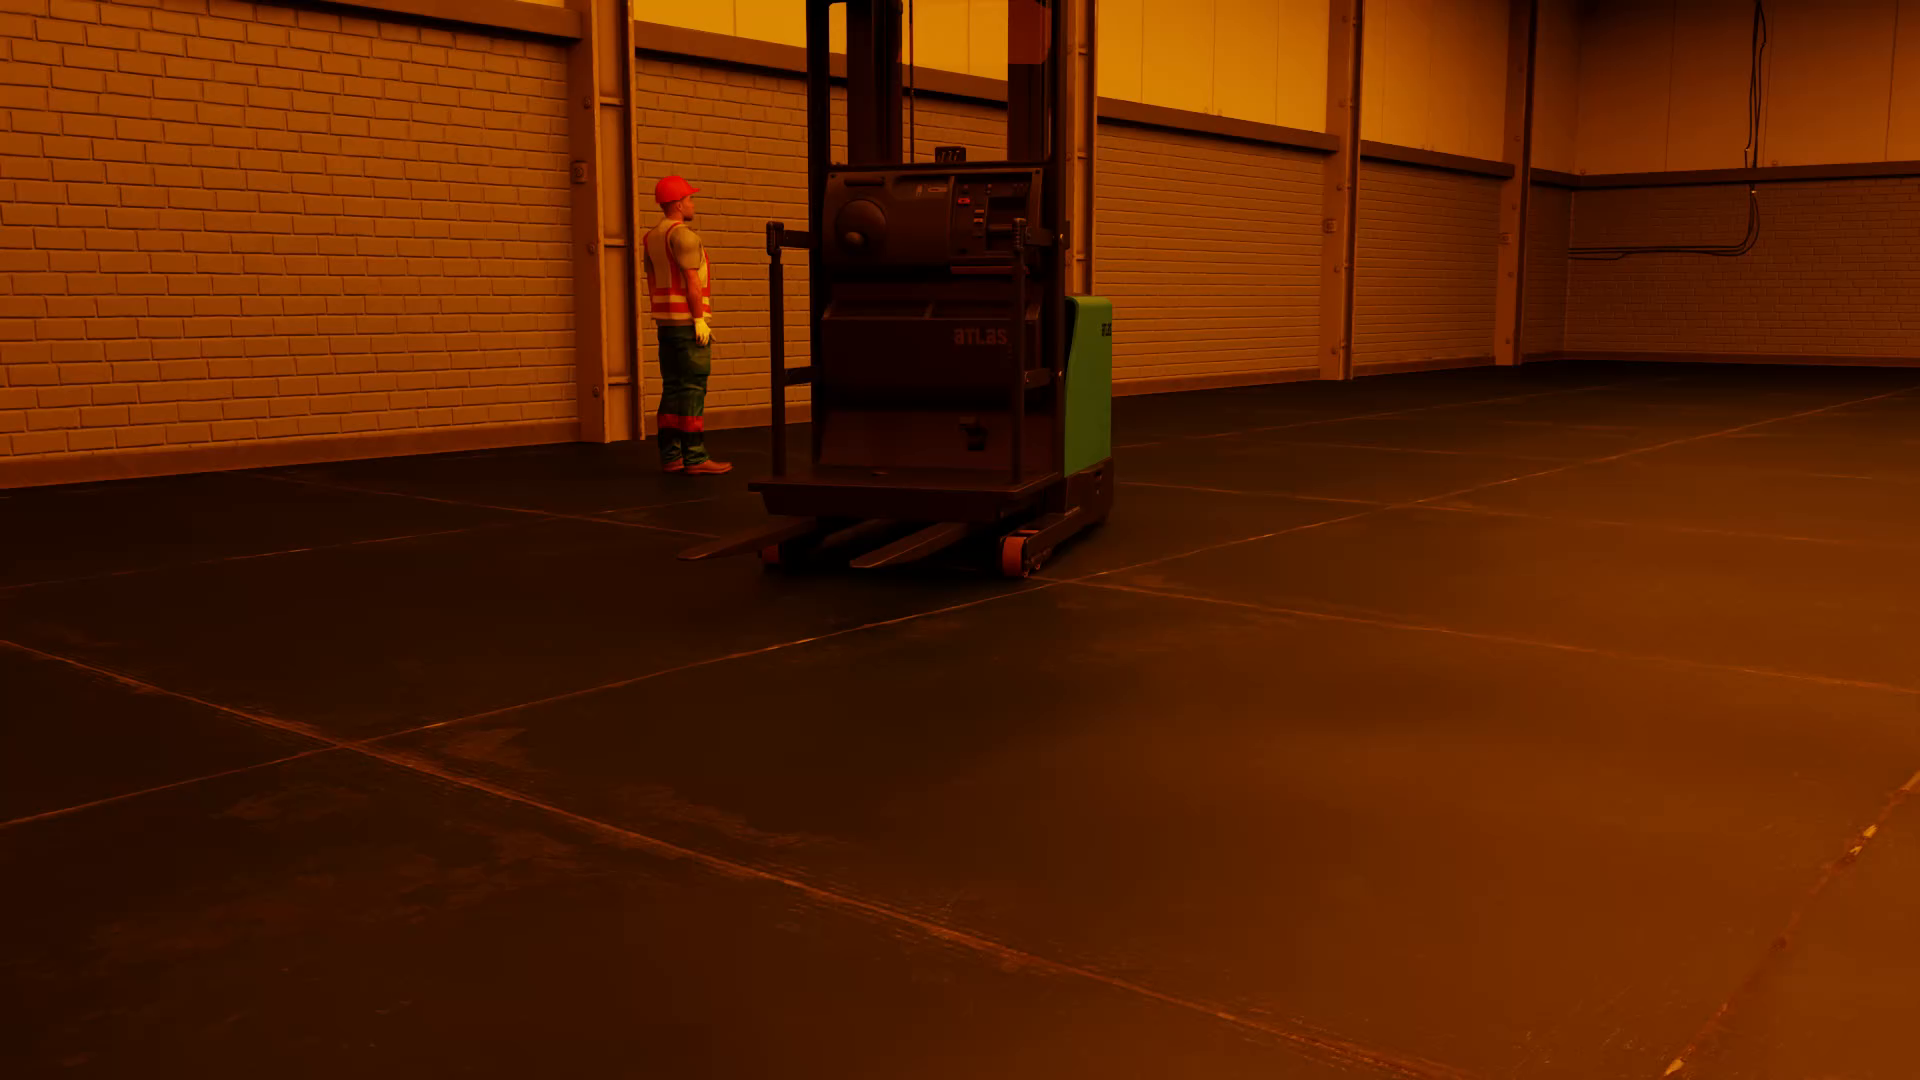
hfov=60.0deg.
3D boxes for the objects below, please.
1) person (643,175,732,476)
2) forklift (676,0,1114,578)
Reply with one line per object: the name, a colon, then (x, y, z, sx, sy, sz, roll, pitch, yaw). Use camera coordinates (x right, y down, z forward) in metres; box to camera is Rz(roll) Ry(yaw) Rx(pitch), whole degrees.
person: (-1.674, -1.302, 10.128, 0.375, 1.794, 0.535, -7, 11, -39)
forklift: (-0.176, -1.366, 6.616, 1.130, 2.935, 3.031, 3, 9, 17)
